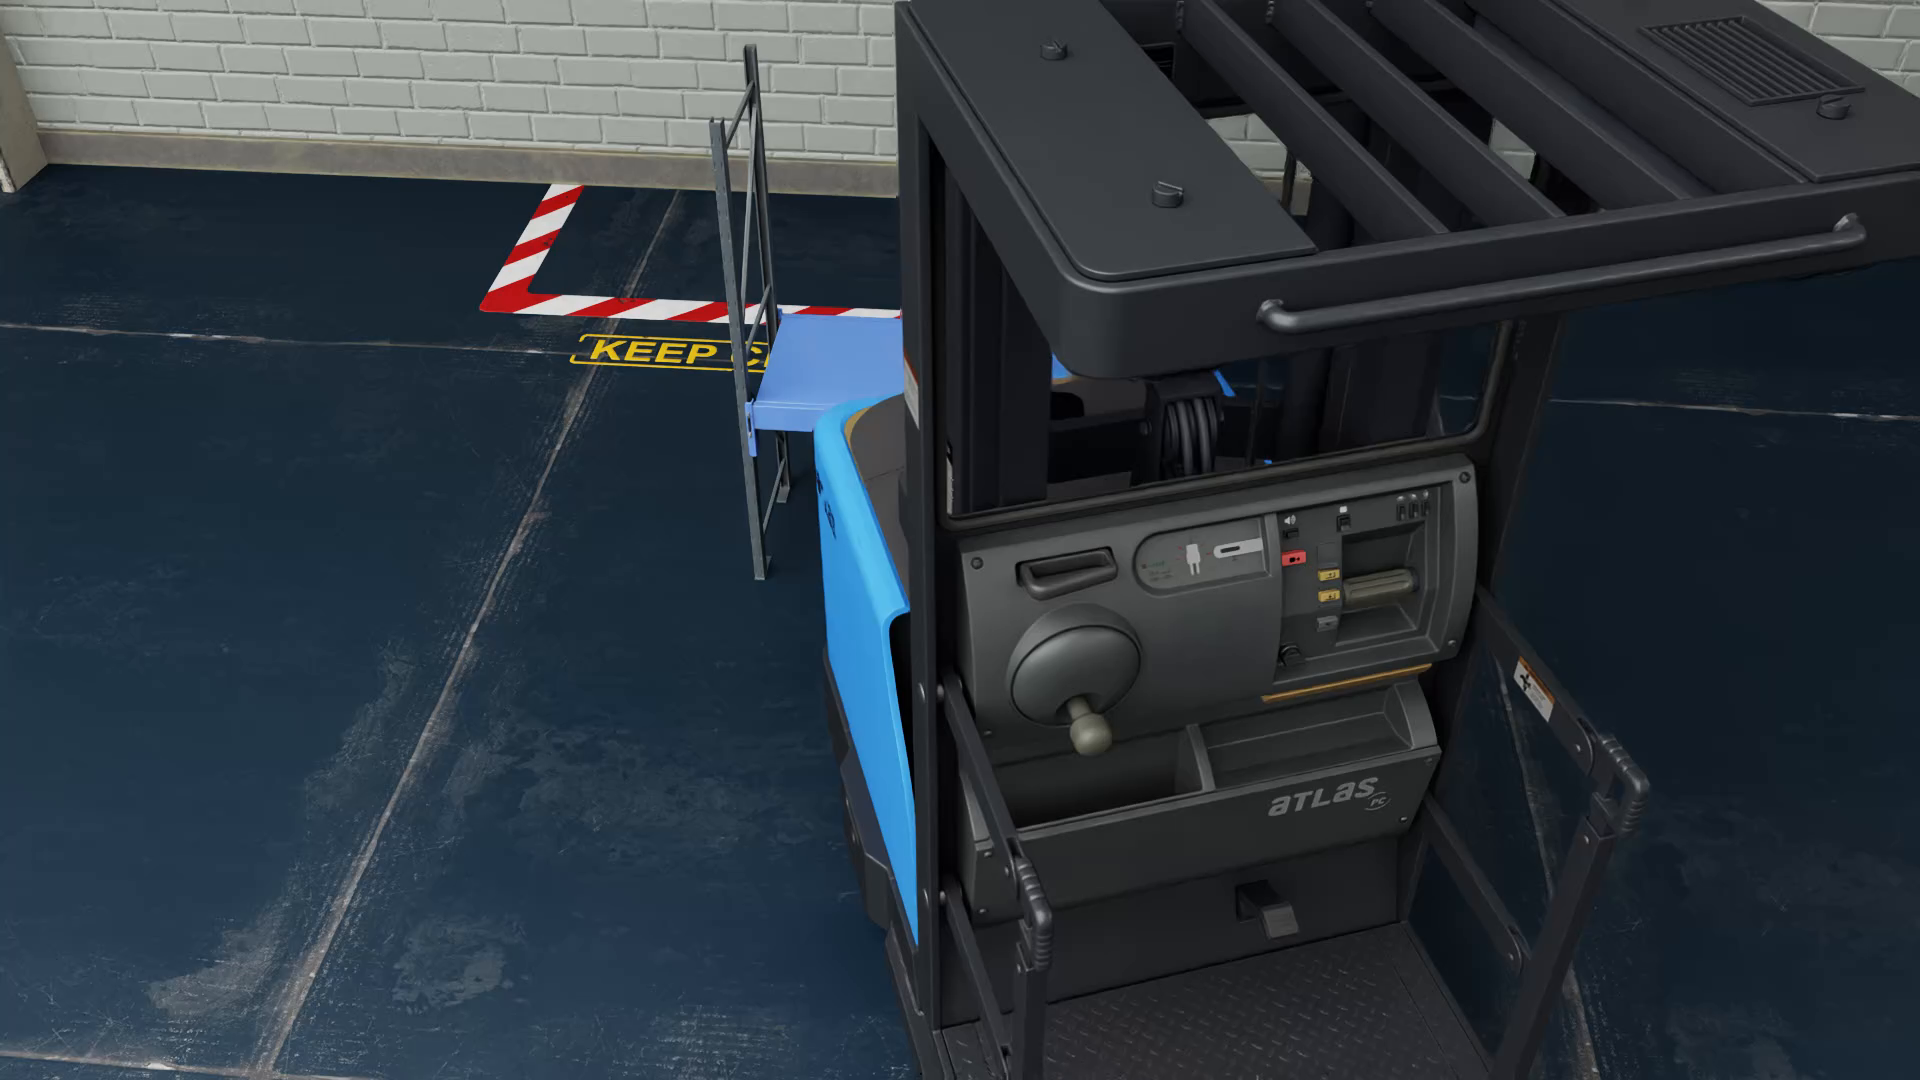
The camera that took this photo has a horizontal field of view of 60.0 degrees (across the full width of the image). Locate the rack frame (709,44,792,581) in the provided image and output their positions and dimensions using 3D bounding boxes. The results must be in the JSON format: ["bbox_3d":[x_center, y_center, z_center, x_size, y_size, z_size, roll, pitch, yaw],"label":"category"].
[{"bbox_3d":[-0.591,-0.614,4.816,0.032,1.500,0.500,3,39,4],"label":"rack frame"}]

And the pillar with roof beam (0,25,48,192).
[{"bbox_3d":[-4.570,-2.367,1.030,0.400,9.000,9.100,3,39,4],"label":"pillar with roof beam"}]

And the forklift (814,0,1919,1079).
[{"bbox_3d":[0.517,0.190,2.695,1.130,2.935,3.031,-10,40,-12],"label":"forklift"}]

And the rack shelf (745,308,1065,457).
[{"bbox_3d":[-0.085,-0.447,4.896,1.000,0.185,0.538,3,39,4],"label":"rack shelf"}]

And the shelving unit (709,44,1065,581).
[{"bbox_3d":[-0.085,-0.586,4.782,1.048,1.500,0.538,3,39,4],"label":"shelving unit"}]
